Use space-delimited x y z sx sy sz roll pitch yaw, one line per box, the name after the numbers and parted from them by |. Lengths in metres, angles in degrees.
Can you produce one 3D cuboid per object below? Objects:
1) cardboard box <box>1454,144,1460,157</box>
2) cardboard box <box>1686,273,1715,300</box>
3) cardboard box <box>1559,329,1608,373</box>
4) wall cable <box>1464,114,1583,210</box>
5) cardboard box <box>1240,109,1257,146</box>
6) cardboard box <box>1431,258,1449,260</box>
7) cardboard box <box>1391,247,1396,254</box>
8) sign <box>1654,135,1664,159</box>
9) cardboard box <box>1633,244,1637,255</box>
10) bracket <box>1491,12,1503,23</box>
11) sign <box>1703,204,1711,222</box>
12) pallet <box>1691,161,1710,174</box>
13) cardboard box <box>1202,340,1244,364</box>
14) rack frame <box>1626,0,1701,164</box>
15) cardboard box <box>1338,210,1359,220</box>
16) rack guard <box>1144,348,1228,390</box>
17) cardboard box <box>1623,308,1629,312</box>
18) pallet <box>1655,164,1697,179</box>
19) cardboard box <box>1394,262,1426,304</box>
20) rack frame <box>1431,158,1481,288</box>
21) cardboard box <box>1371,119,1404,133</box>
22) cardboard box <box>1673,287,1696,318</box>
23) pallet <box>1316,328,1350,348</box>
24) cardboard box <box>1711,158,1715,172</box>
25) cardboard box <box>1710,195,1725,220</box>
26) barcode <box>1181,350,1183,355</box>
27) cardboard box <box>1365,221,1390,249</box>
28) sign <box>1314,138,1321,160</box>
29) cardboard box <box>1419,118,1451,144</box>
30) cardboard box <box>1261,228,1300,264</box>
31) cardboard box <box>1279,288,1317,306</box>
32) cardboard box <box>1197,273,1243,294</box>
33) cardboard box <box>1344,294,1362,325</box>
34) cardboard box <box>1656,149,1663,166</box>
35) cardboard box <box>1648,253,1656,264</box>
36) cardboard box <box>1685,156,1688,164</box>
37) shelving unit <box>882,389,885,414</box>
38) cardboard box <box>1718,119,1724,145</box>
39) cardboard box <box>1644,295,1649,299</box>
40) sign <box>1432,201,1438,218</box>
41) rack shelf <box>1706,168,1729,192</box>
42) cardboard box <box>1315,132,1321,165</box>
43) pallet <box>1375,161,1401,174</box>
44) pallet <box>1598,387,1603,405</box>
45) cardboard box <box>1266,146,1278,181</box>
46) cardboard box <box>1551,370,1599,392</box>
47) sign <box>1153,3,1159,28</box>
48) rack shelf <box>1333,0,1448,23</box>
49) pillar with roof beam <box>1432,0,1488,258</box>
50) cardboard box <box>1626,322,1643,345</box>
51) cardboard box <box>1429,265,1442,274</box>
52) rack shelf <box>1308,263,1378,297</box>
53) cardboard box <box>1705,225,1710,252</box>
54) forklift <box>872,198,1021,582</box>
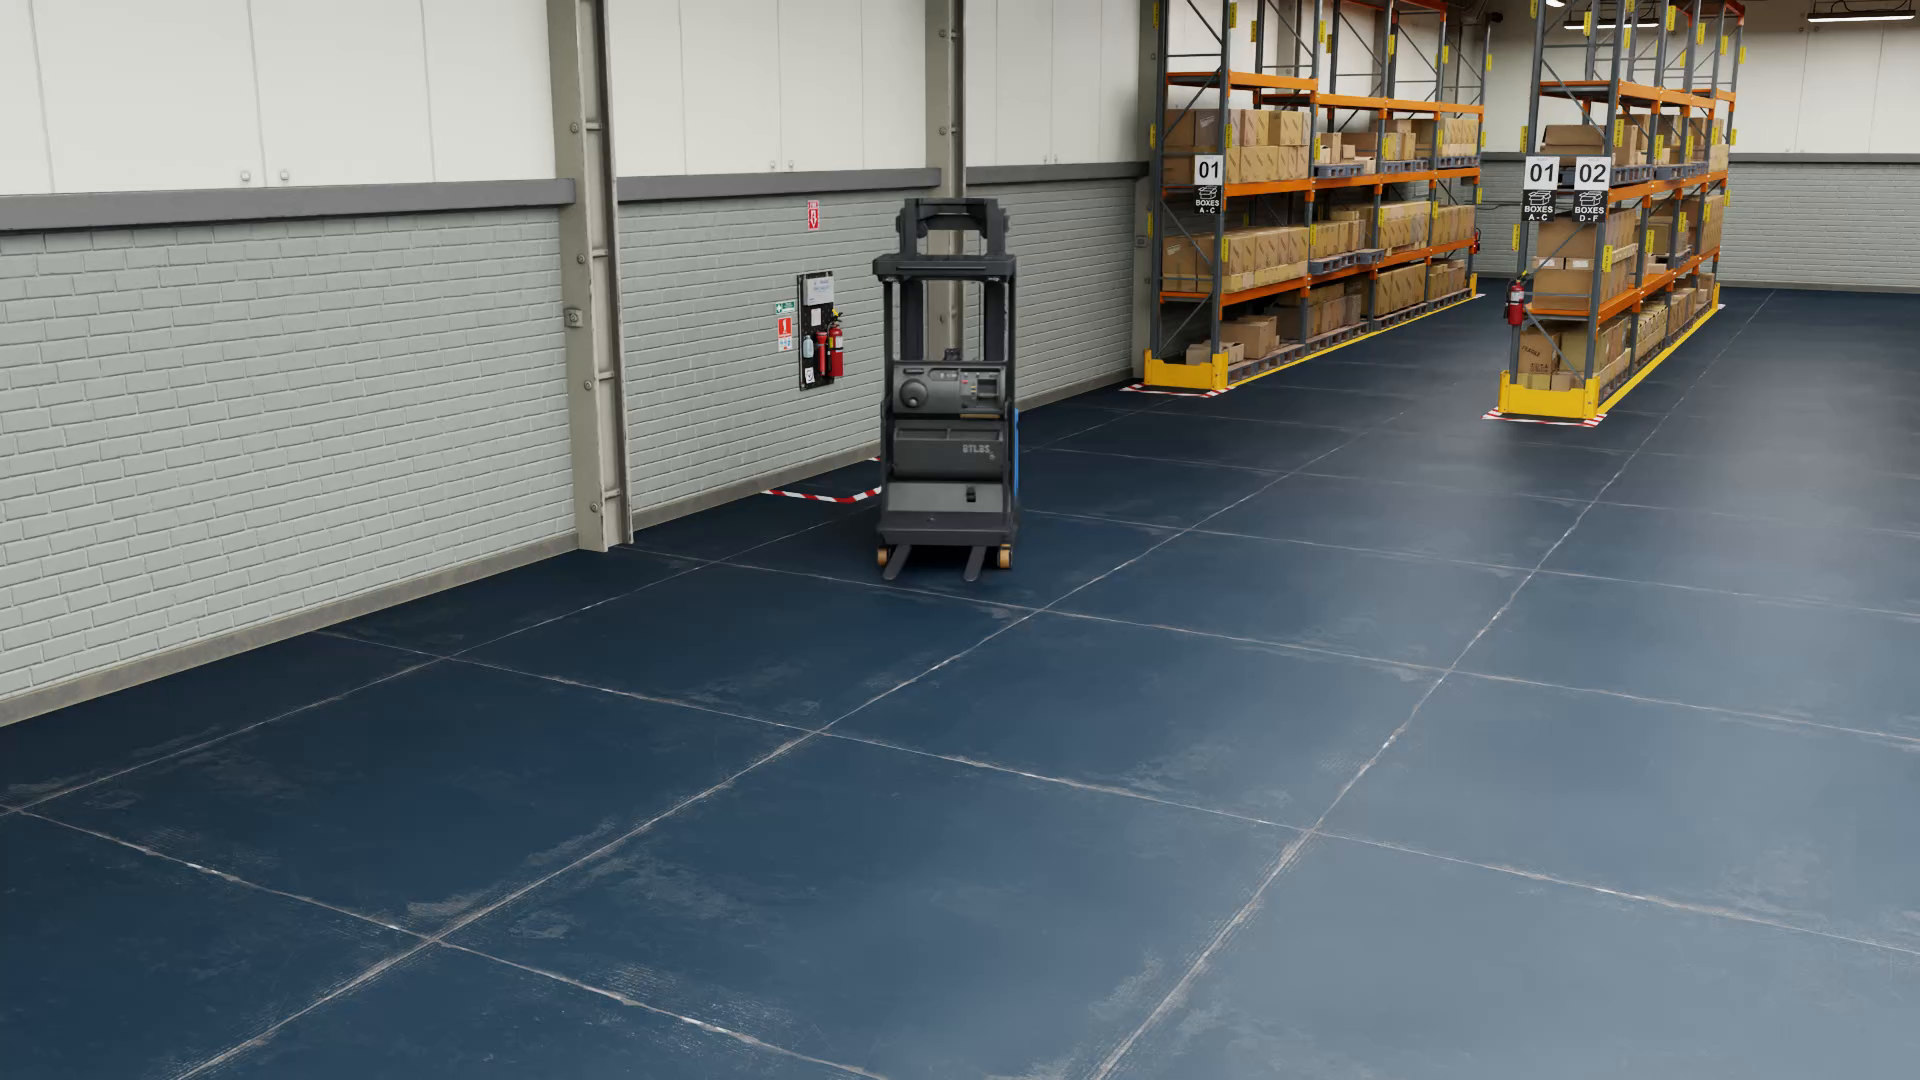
10.025 -8.054 34.353 0.500 0.250 0.500 7 15 26 | cardboard box
15.185 -5.215 34.159 0.500 0.500 0.500 7 15 28 | cardboard box
8.191 -2.493 21.843 0.500 0.500 0.500 7 15 28 | cardboard box
13.941 -9.443 41.127 3.097 2.526 0.112 7 15 28 | wall cable
3.845 -5.785 23.339 0.500 0.500 0.500 7 15 27 | cardboard box
10.528 -6.114 36.546 0.380 0.149 0.250 7 15 28 | cardboard box
7.986 -5.471 31.319 0.380 0.149 0.250 8 16 29 | cardboard box
9.918 -5.579 23.603 0.100 0.325 0.005 7 15 28 | sign
9.487 -4.177 23.864 0.380 0.149 0.250 7 15 28 | cardboard box
13.099 -12.765 40.603 0.235 0.232 0.430 7 15 28 | bracket
13.786 -6.036 30.698 0.100 0.325 0.005 7 15 28 | sign
12.922 -6.776 30.240 1.213 0.211 1.003 7 15 28 | pallet
3.848 -2.789 24.500 0.500 0.311 0.500 9 16 33 | cardboard box
11.365 -7.631 26.985 1.000 3.000 0.127 7 15 28 | rack frame
6.886 -5.778 29.566 0.380 0.149 0.250 5 15 21 | cardboard box
3.196 -2.434 23.562 1.175 0.500 0.348 7 15 28 | rack guard
10.608 -3.671 27.136 0.500 0.311 0.500 7 15 27 | cardboard box
11.115 -5.931 26.739 1.213 0.211 1.003 8 16 31 | pallet
8.760 -5.106 33.005 0.750 0.750 0.750 8 15 29 | cardboard box
10.894 -6.916 36.821 1.000 3.000 0.127 7 15 28 | rack frame
8.166 -7.900 31.750 0.500 0.250 0.500 7 15 26 | cardboard box
13.311 -4.400 30.779 0.500 0.500 0.500 7 15 28 | cardboard box
6.057 -3.510 28.641 1.003 0.211 1.213 7 15 28 | pallet
13.995 -7.094 31.479 0.500 0.250 0.500 7 15 28 | cardboard box
15.258 -6.768 33.859 0.500 0.500 0.500 7 15 28 | cardboard box
3.231 -2.725 24.217 0.001 0.075 0.075 7 15 28 | barcode
7.485 -5.548 30.257 0.500 0.500 0.500 8 16 30 | cardboard box
5.572 -6.104 25.948 0.100 0.325 0.005 7 15 28 | sign
9.550 -8.212 33.409 0.500 0.500 0.500 7 15 28 | cardboard box
4.899 -4.520 25.561 0.500 0.500 0.500 7 15 28 | cardboard box
5.644 -4.061 27.773 0.500 0.250 0.500 7 15 27 | cardboard box
3.673 -3.634 23.486 0.500 0.250 0.500 7 15 26 | cardboard box
6.724 -4.120 29.617 0.700 0.500 0.500 8 16 29 | cardboard box
10.671 -5.979 25.956 0.500 0.250 0.500 7 15 27 | cardboard box
11.151 -4.601 27.409 0.500 0.311 0.500 9 16 32 | cardboard box
11.793 -6.419 28.146 0.910 0.500 0.500 7 15 28 | cardboard box
-0.555 -0.847 15.586 0.258 1.200 0.189 -3 -14 -11 | shelving unit
14.998 -8.241 33.570 0.700 0.500 0.500 7 15 28 | cardboard box
11.635 -4.308 28.797 0.500 0.250 0.500 8 16 30 | cardboard box
9.440 -6.560 33.043 0.100 0.325 0.005 7 15 28 | sign
14.265 -7.054 32.527 1.077 0.370 4.000 7 15 28 | rack shelf
5.427 -6.268 26.624 0.500 0.500 0.500 10 17 36 | cardboard box
7.291 -6.779 30.256 1.213 0.211 1.003 8 16 31 | pallet
7.830 -1.879 21.877 1.003 0.211 1.213 7 15 28 | pallet
4.318 -5.516 24.356 0.500 0.500 0.500 8 16 31 | cardboard box
7.951 -2.025 21.505 0.500 0.250 0.500 7 15 28 | cardboard box
2.683 -7.148 22.652 0.100 0.325 0.005 7 15 28 | sign
7.993 -9.867 30.706 1.077 0.370 4.000 7 15 28 | rack shelf
15.210 -9.997 36.799 9.100 9.000 0.548 7 15 28 | pillar with roof beam
9.849 -3.090 24.726 0.500 0.311 0.500 7 15 28 | cardboard box
9.737 -5.591 34.378 0.380 0.149 0.250 8 16 30 | cardboard box
6.060 -4.515 28.395 1.077 0.370 4.000 7 15 28 | rack shelf
14.028 -5.763 31.823 0.500 0.500 0.500 8 16 29 | cardboard box
-0.105 -1.266 13.532 1.130 2.935 3.031 1 14 5 | forklift
